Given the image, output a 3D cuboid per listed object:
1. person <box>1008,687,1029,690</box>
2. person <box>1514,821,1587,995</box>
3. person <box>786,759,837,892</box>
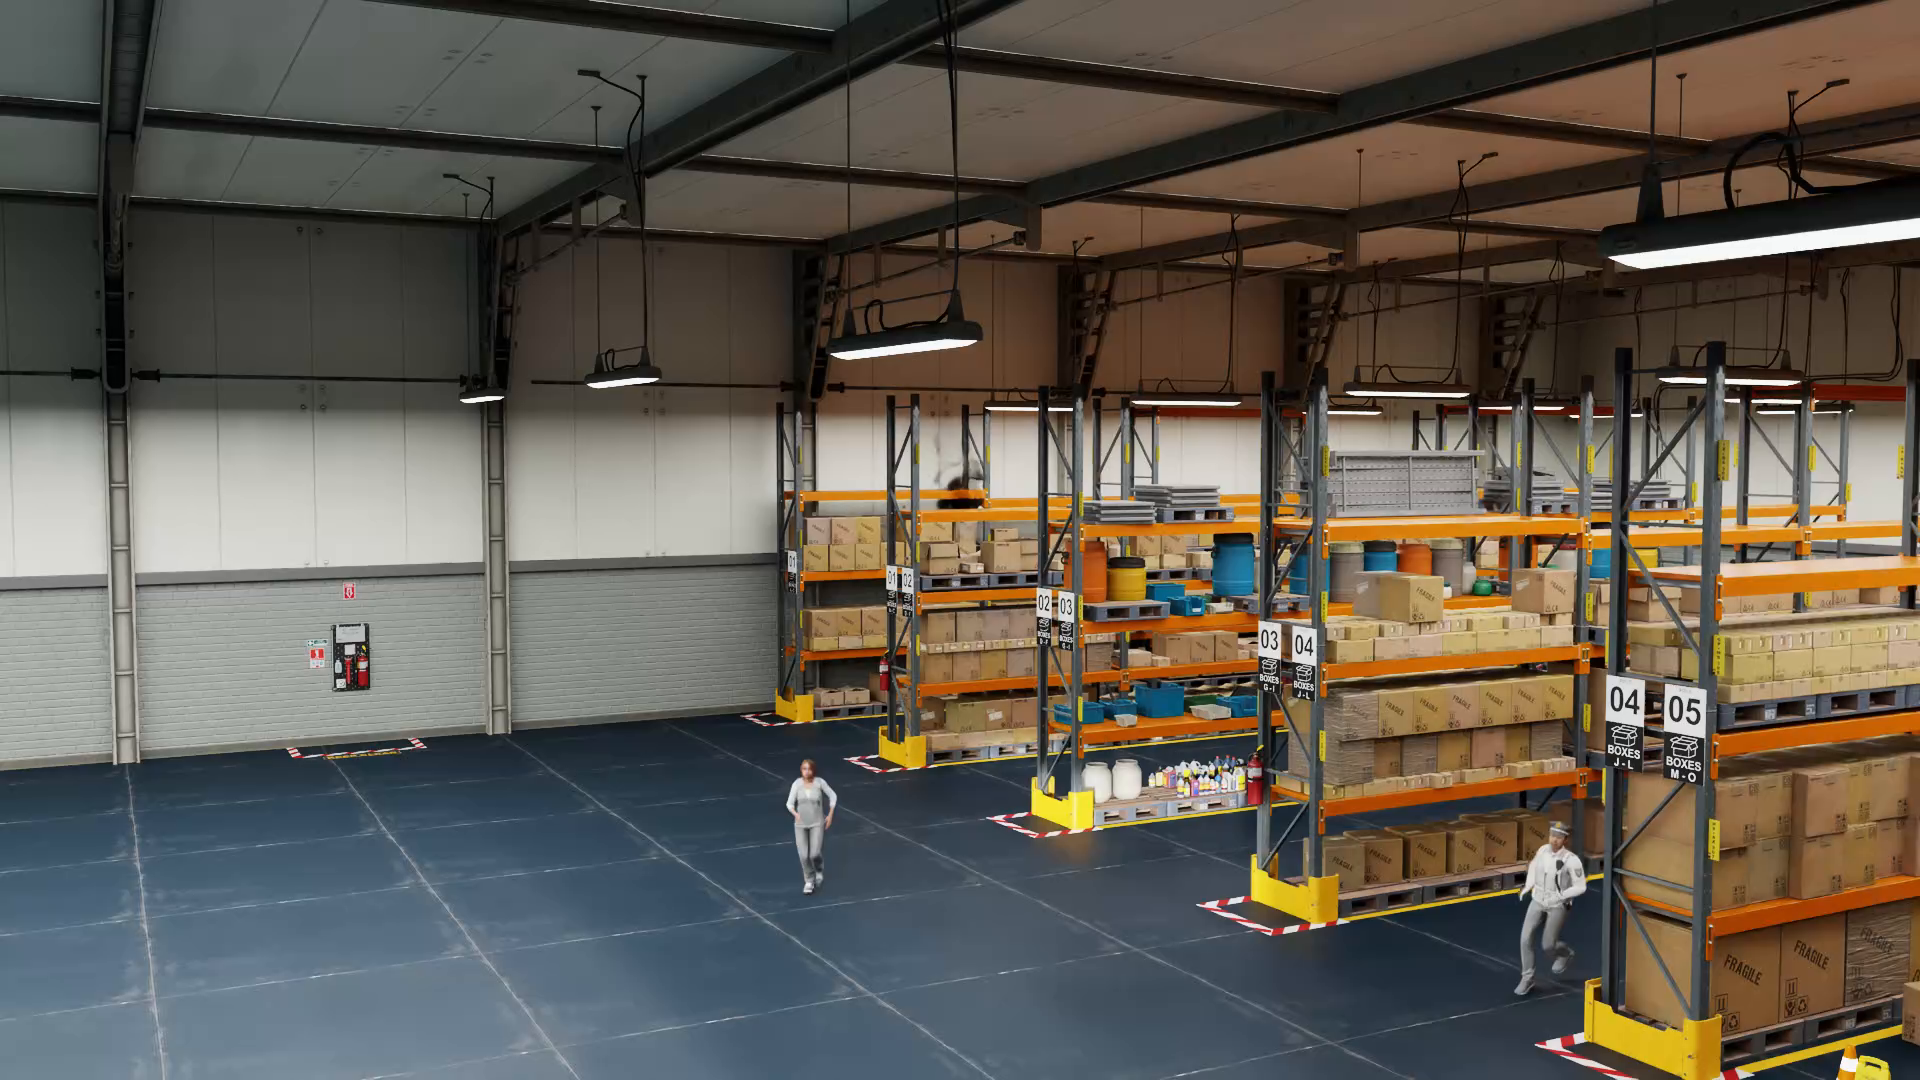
[{"bbox_3d":[1.064,2.600,30.143,0.627,1.746,0.656,-2,4,-32],"label":"person"},{"bbox_3d":[5.634,3.466,15.748,0.770,1.685,0.657,-2,4,-37],"label":"person"},{"bbox_3d":[-1.716,3.295,19.111,0.566,1.559,0.545,0,3,1],"label":"person"}]
